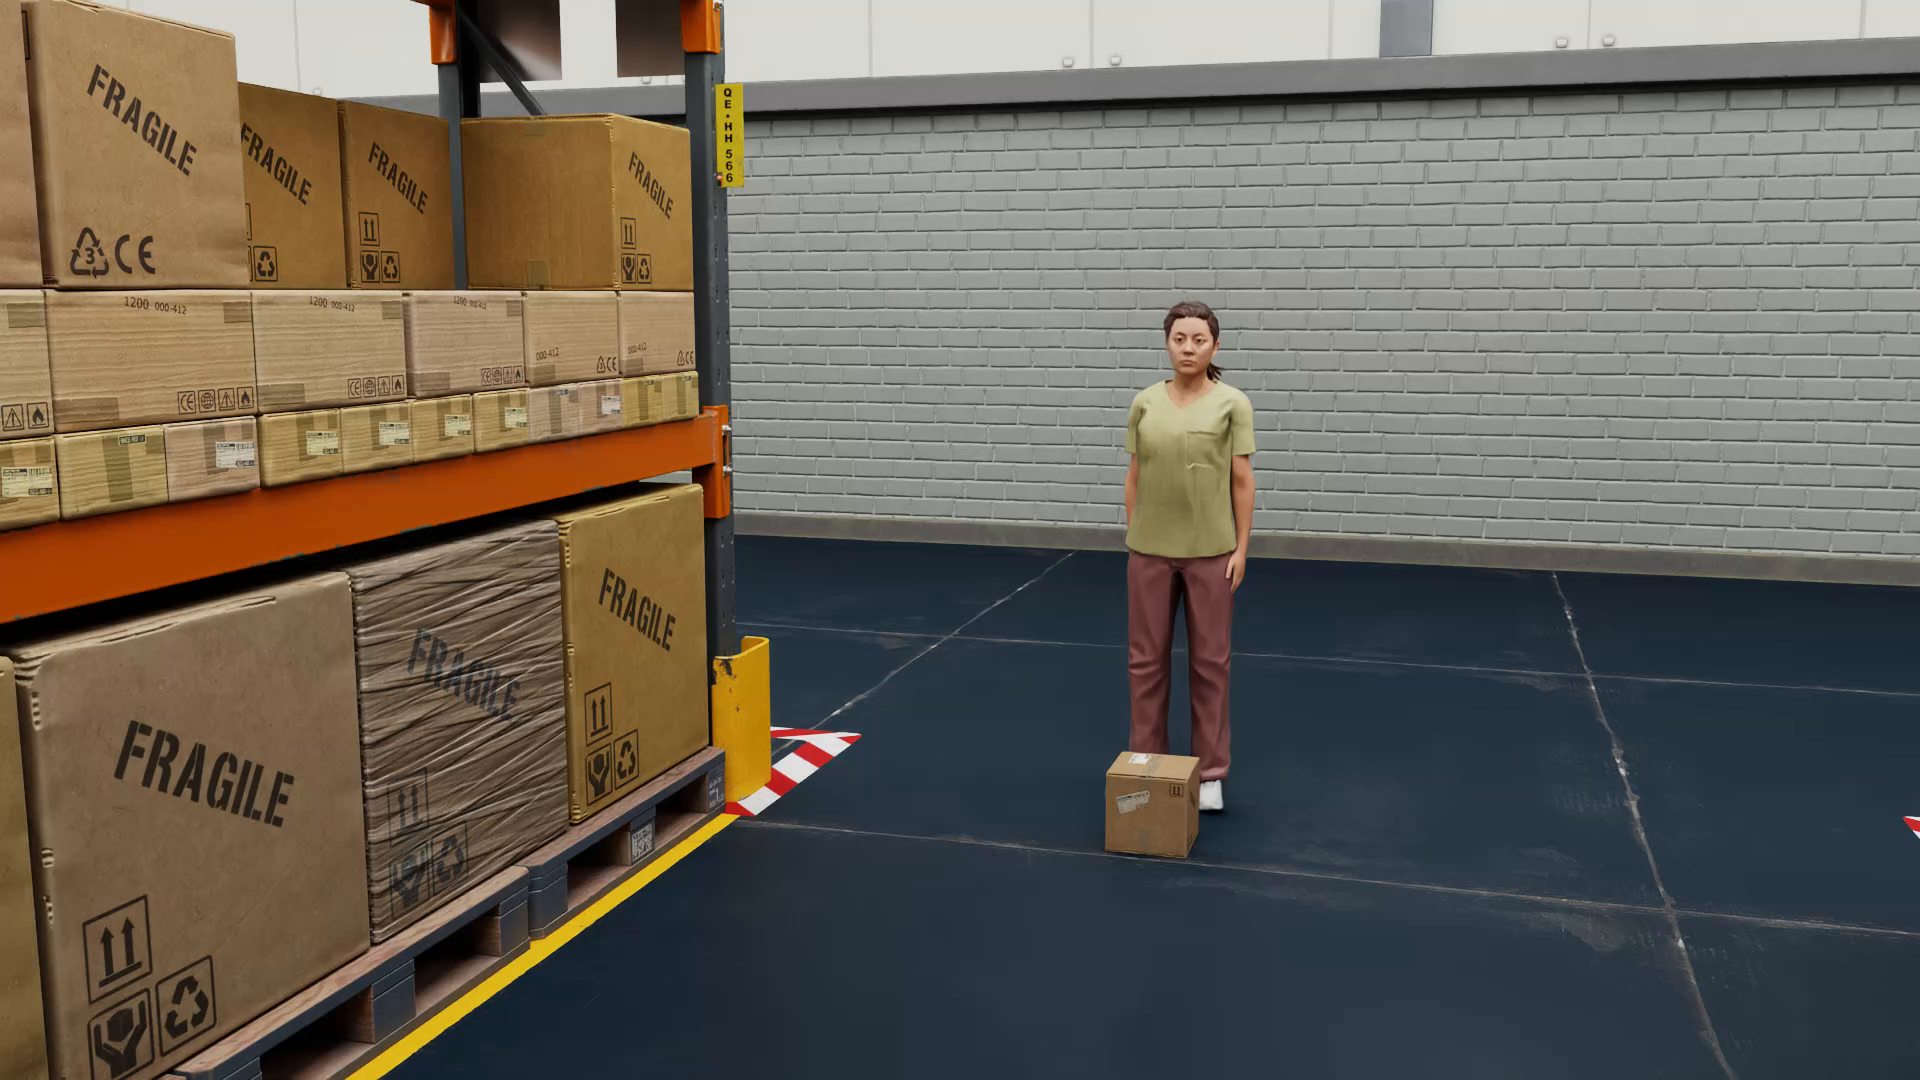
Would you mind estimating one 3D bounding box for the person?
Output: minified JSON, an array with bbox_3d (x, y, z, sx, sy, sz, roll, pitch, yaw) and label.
[{"bbox_3d":[0.750,0.050,5.526,0.440,1.671,0.357,3,9,18],"label":"person"}]
